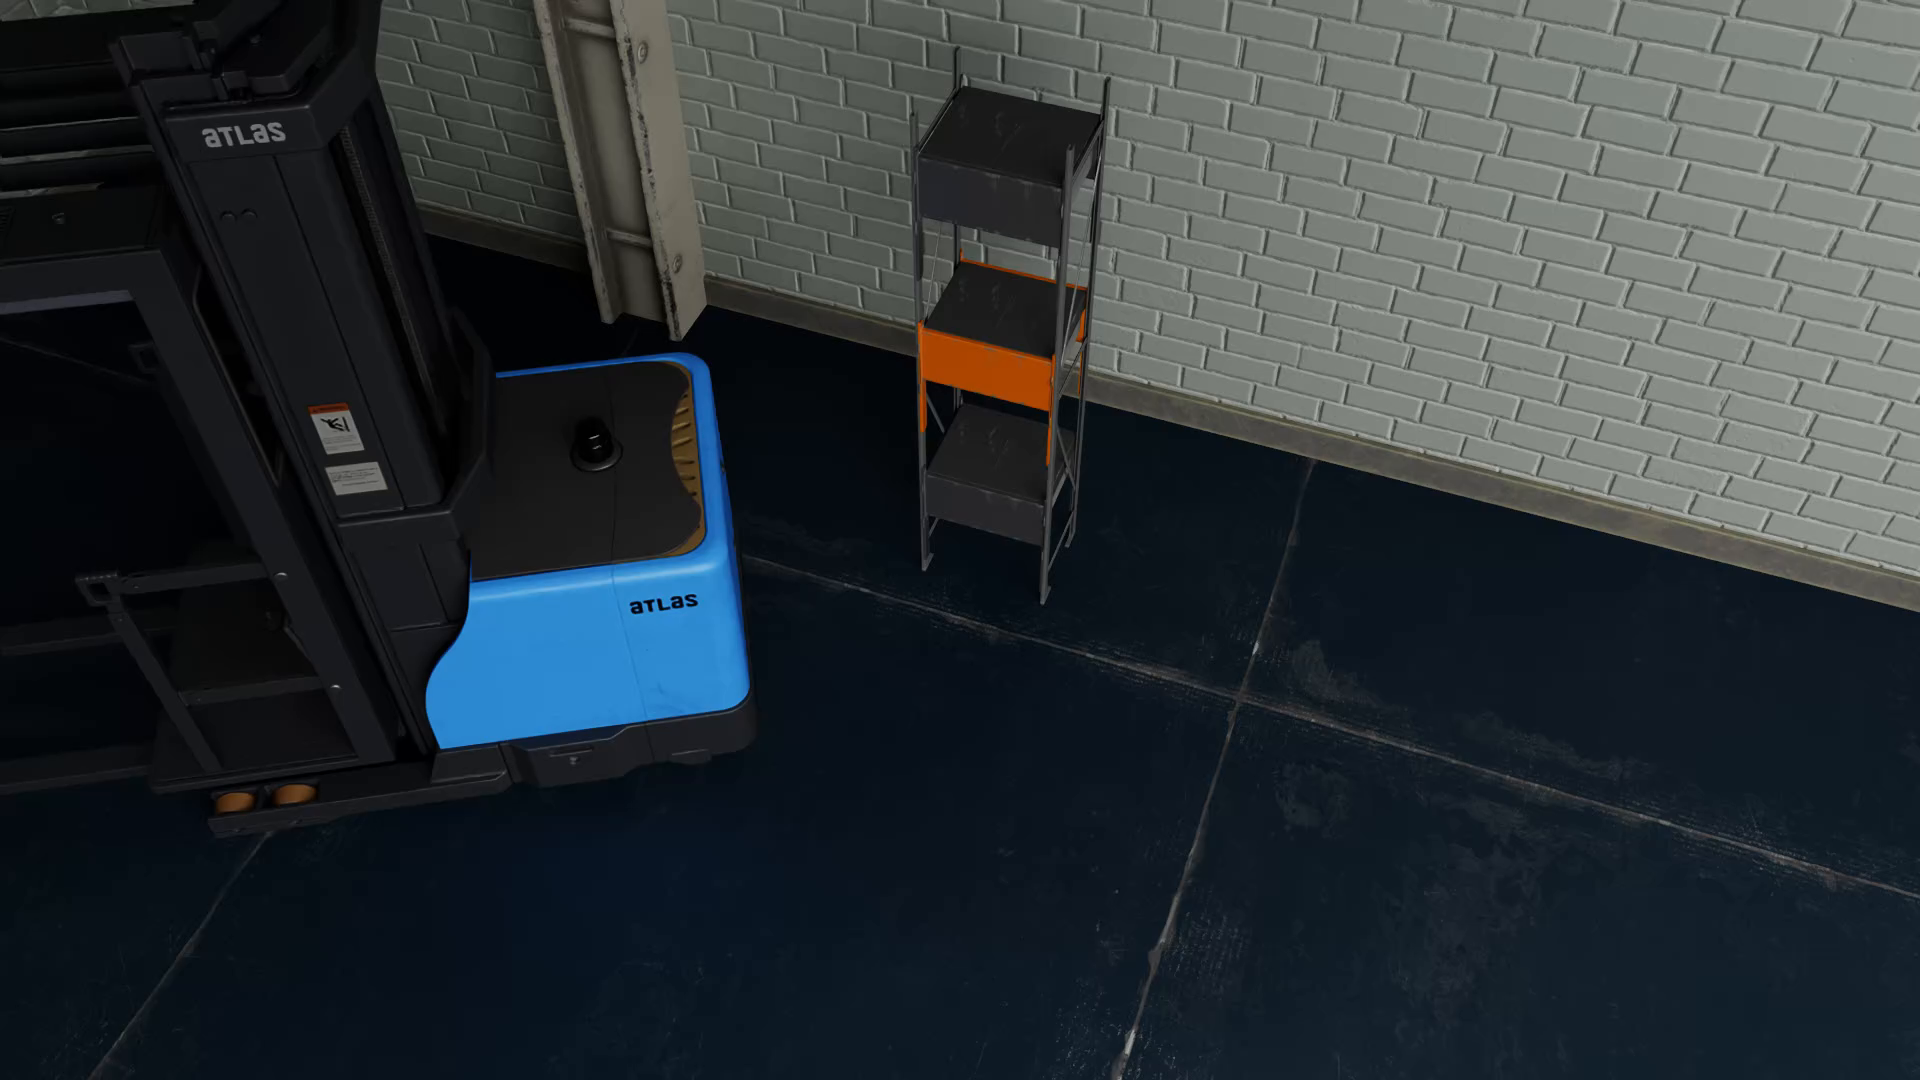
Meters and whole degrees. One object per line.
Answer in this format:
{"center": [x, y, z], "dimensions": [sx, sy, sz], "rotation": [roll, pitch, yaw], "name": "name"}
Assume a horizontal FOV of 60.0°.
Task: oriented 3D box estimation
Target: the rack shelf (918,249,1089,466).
{"center": [0.155, -0.635, 5.796], "dimensions": [0.480, 0.518, 0.431], "rotation": [16, 51, 13], "name": "rack shelf"}

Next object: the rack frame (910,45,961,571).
{"center": [-0.074, -0.708, 5.841], "dimensions": [0.015, 2.100, 0.400], "rotation": [16, 51, 13], "name": "rack frame"}

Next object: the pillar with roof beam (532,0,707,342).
{"center": [-2.868, -0.935, 1.472], "dimensions": [0.400, 9.000, 9.100], "rotation": [16, 51, 13], "name": "pillar with roof beam"}

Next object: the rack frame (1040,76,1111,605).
{"center": [0.384, -0.580, 5.730], "dimensions": [0.015, 2.100, 0.400], "rotation": [16, 51, 13], "name": "rack frame"}

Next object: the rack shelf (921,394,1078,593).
{"center": [0.155, -0.177, 6.325], "dimensions": [0.480, 0.518, 0.431], "rotation": [16, 51, 13], "name": "rack shelf"}

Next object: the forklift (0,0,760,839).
{"center": [-2.281, -0.375, 5.002], "dimensions": [3.031, 2.935, 1.130], "rotation": [-7, 49, -6], "name": "forklift"}

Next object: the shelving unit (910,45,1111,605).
{"center": [0.155, -0.644, 5.786], "dimensions": [0.503, 2.100, 0.431], "rotation": [16, 51, 13], "name": "shelving unit"}

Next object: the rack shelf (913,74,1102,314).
{"center": [0.155, -1.094, 5.267], "dimensions": [0.480, 0.518, 0.431], "rotation": [16, 51, 13], "name": "rack shelf"}
